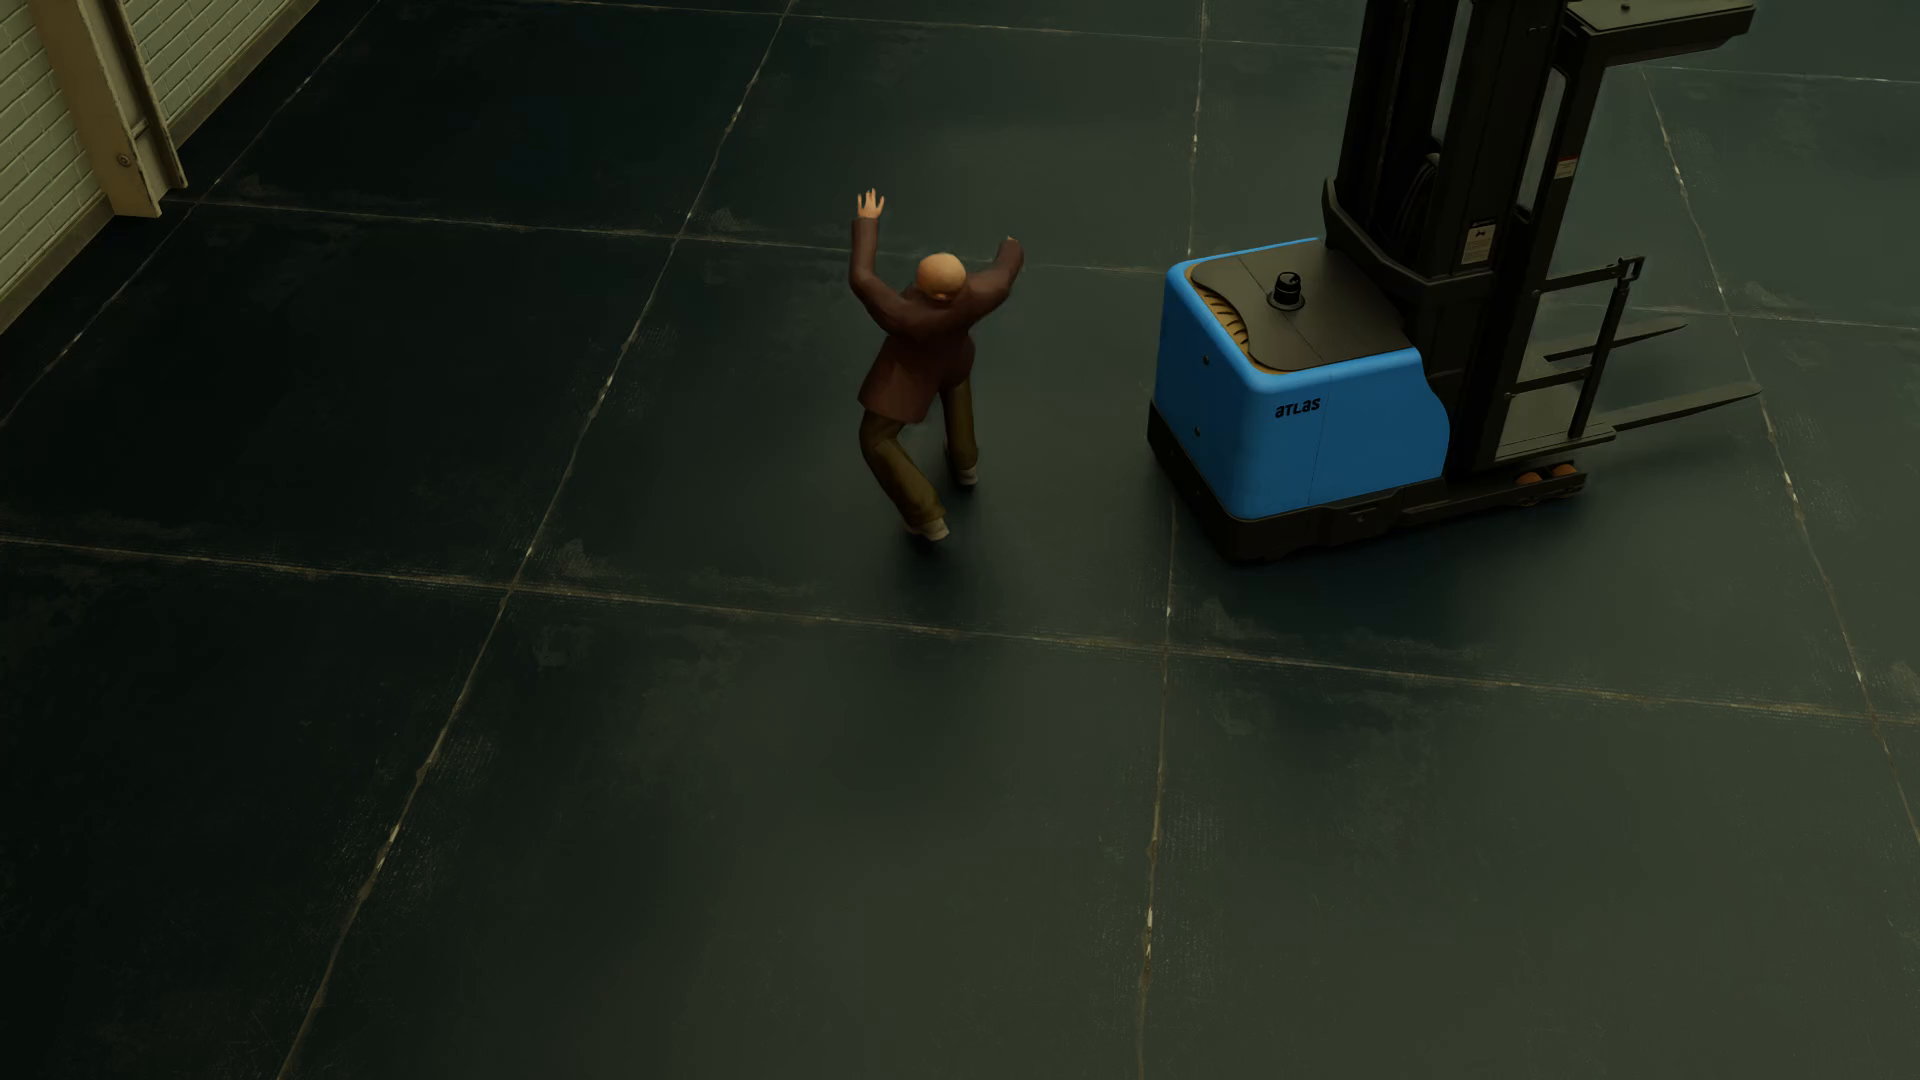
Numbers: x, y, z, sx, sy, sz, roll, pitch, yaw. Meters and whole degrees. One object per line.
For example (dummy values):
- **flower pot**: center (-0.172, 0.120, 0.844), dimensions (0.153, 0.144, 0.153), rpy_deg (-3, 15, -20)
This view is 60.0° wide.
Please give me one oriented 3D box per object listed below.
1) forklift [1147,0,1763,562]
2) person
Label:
- **forklift**: center (2.514, -1.570, 7.433), dimensions (3.031, 2.935, 1.130), rpy_deg (-13, 44, -13)
- **person**: center (-0.045, -0.885, 7.714), dimensions (0.835, 1.523, 1.065), rpy_deg (33, 52, 30)
